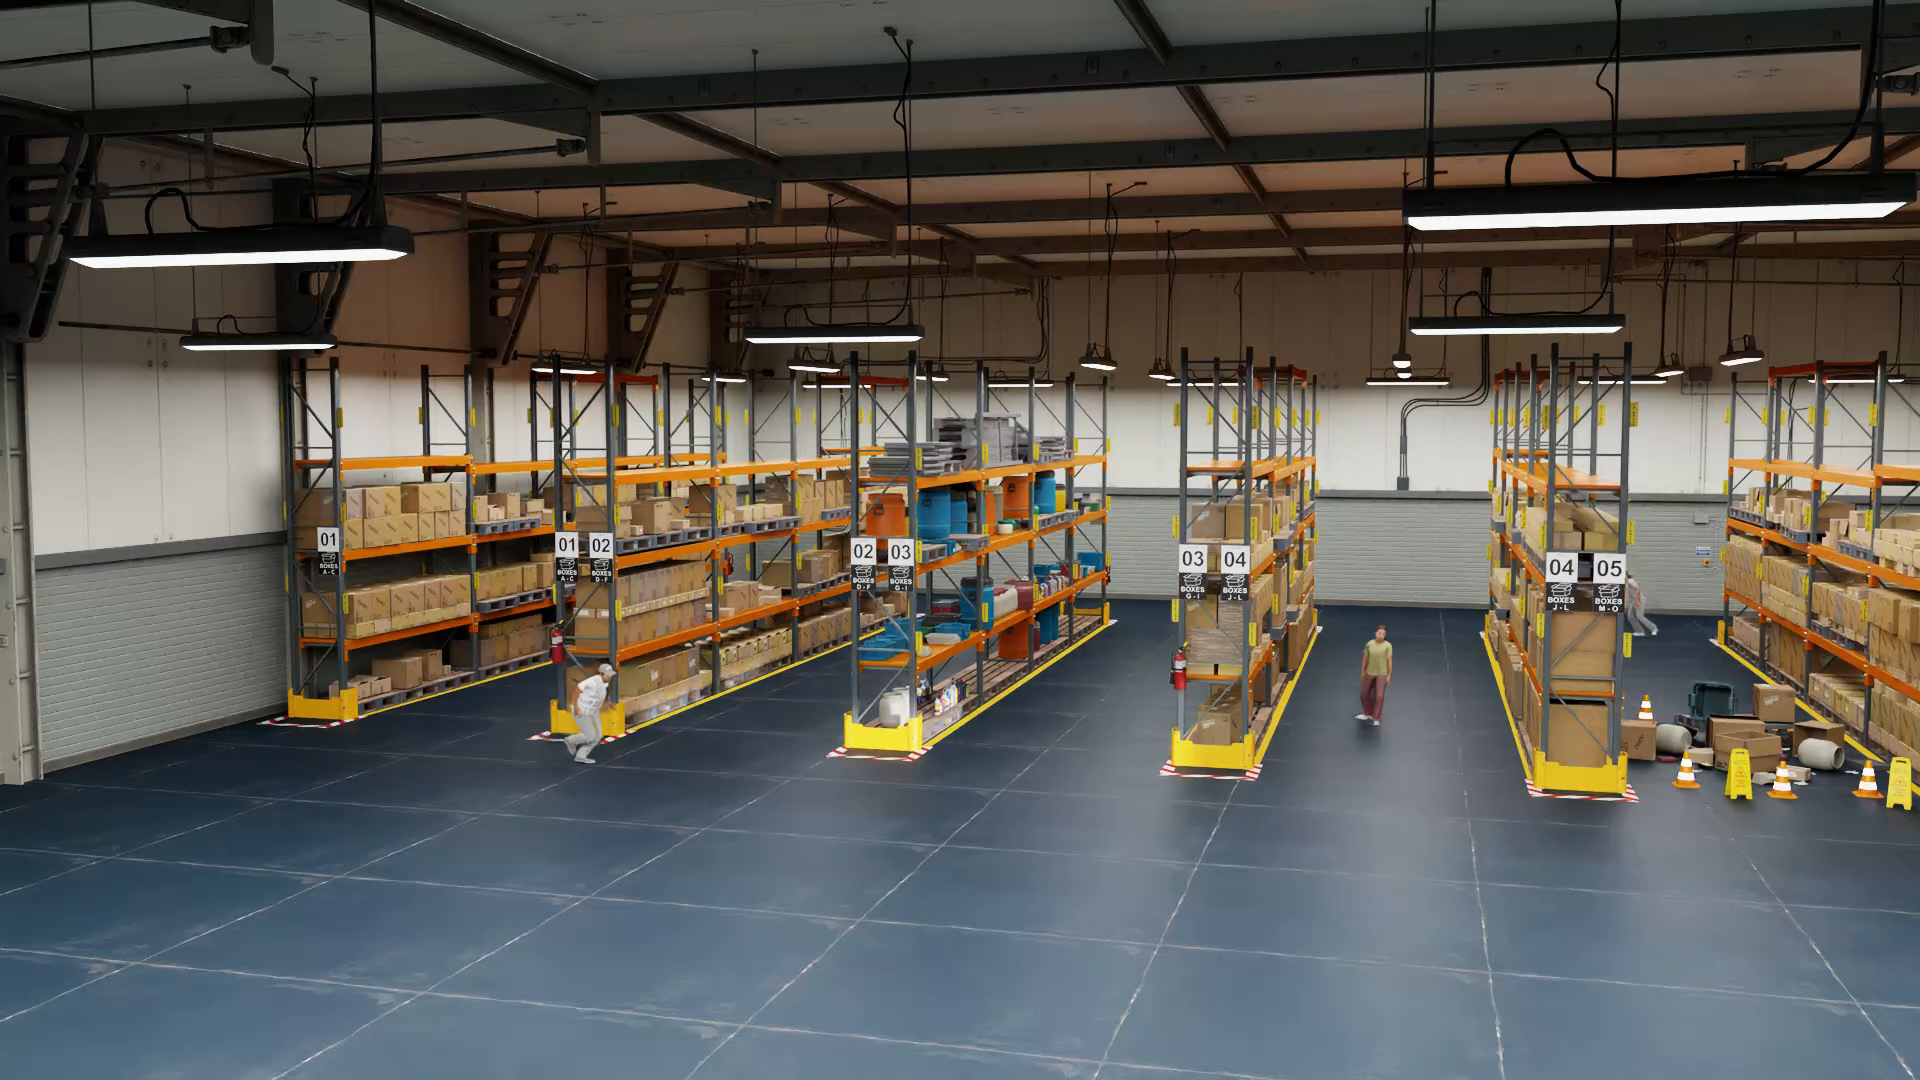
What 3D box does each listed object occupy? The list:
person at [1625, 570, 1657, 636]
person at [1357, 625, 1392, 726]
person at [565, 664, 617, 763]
[{"bbox_3d":[15.558,1.445,38.136,0.836,1.516,0.575,0,4,0],"label":"person"},{"bbox_3d":[6.755,2.185,27.090,0.570,1.650,0.470,2,5,27],"label":"person"},{"bbox_3d":[-5.336,2.514,23.985,0.857,1.484,0.631,2,5,23],"label":"person"}]
